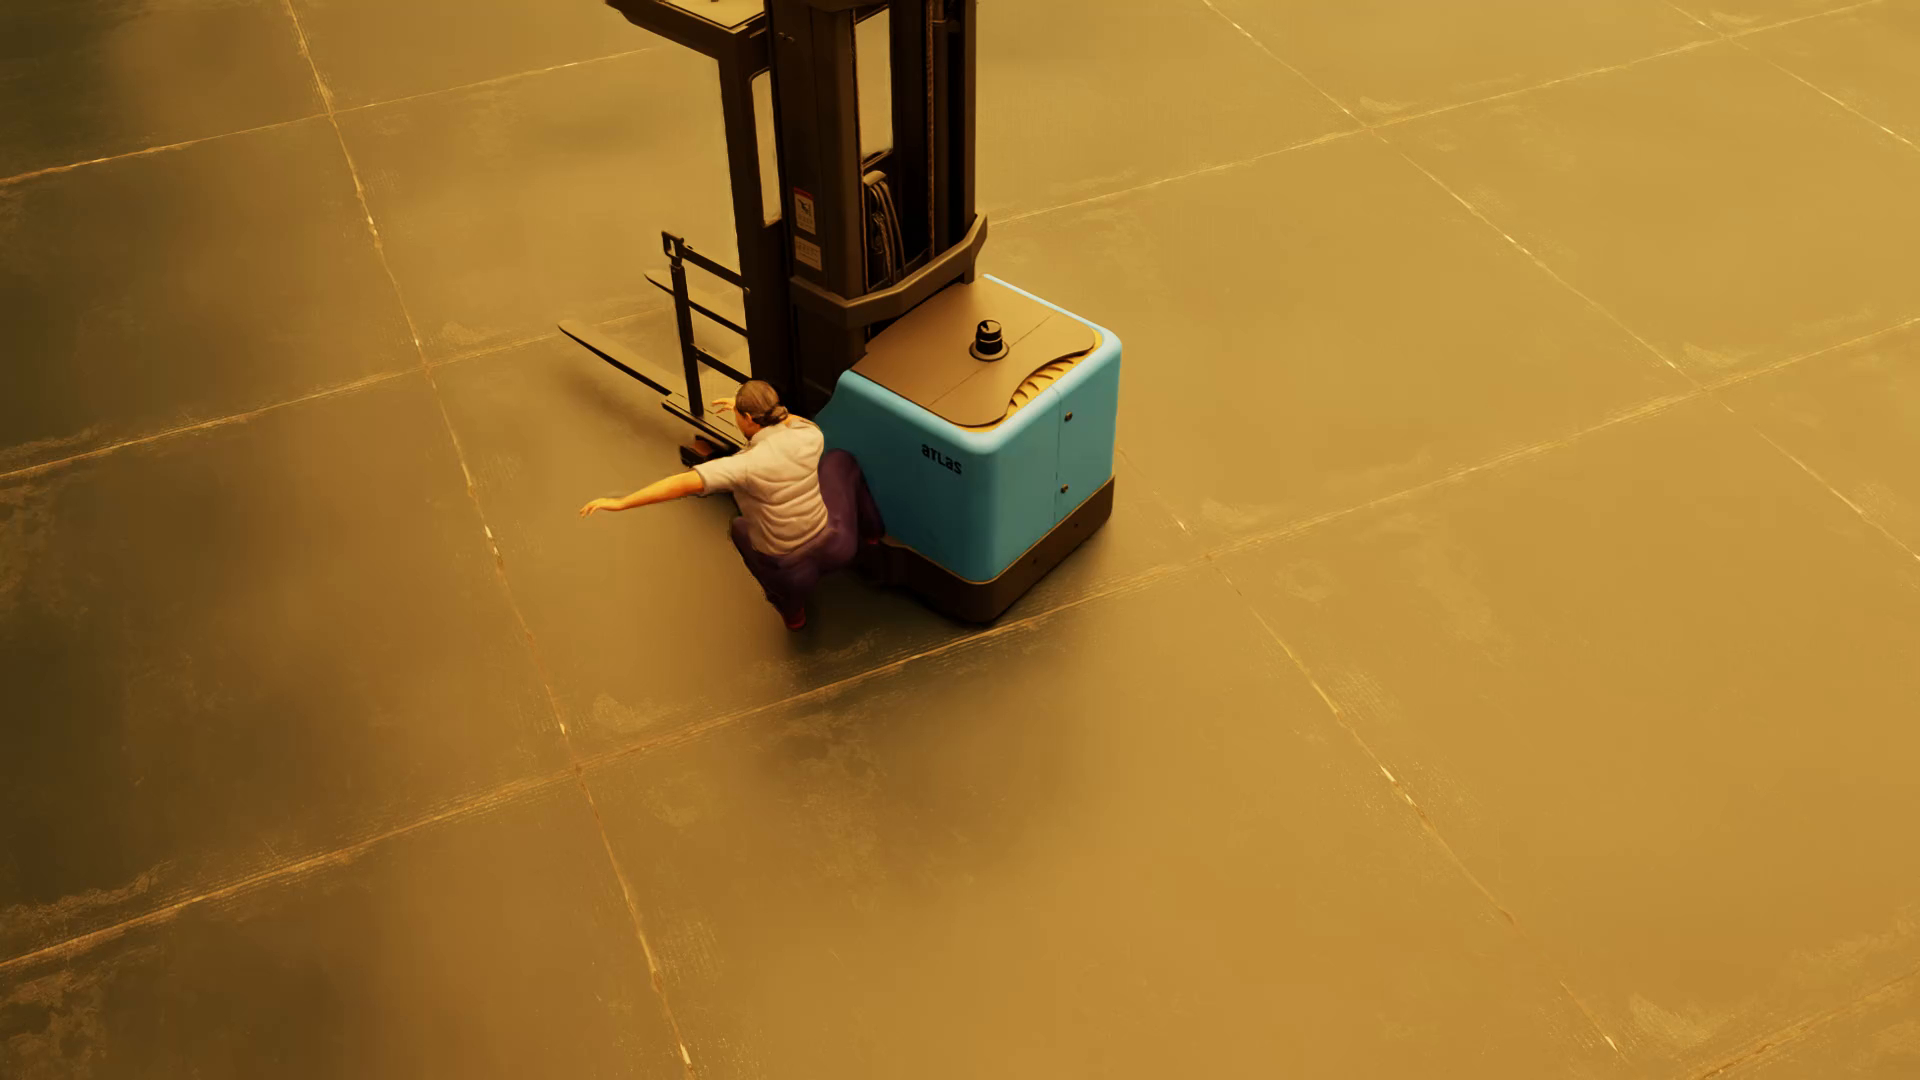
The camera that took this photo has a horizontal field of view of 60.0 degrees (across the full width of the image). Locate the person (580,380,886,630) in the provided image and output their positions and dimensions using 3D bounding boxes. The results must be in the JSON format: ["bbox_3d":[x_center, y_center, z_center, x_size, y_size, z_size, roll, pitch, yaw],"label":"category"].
[{"bbox_3d":[-0.840,-0.099,6.891,1.498,1.273,0.732,-27,49,-26],"label":"person"}]

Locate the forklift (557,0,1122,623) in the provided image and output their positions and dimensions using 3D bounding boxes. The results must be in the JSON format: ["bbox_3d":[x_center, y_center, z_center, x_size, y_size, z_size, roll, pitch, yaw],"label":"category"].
[{"bbox_3d":[-0.736,-1.559,7.351,3.031,2.935,1.130,29,50,28],"label":"forklift"}]
